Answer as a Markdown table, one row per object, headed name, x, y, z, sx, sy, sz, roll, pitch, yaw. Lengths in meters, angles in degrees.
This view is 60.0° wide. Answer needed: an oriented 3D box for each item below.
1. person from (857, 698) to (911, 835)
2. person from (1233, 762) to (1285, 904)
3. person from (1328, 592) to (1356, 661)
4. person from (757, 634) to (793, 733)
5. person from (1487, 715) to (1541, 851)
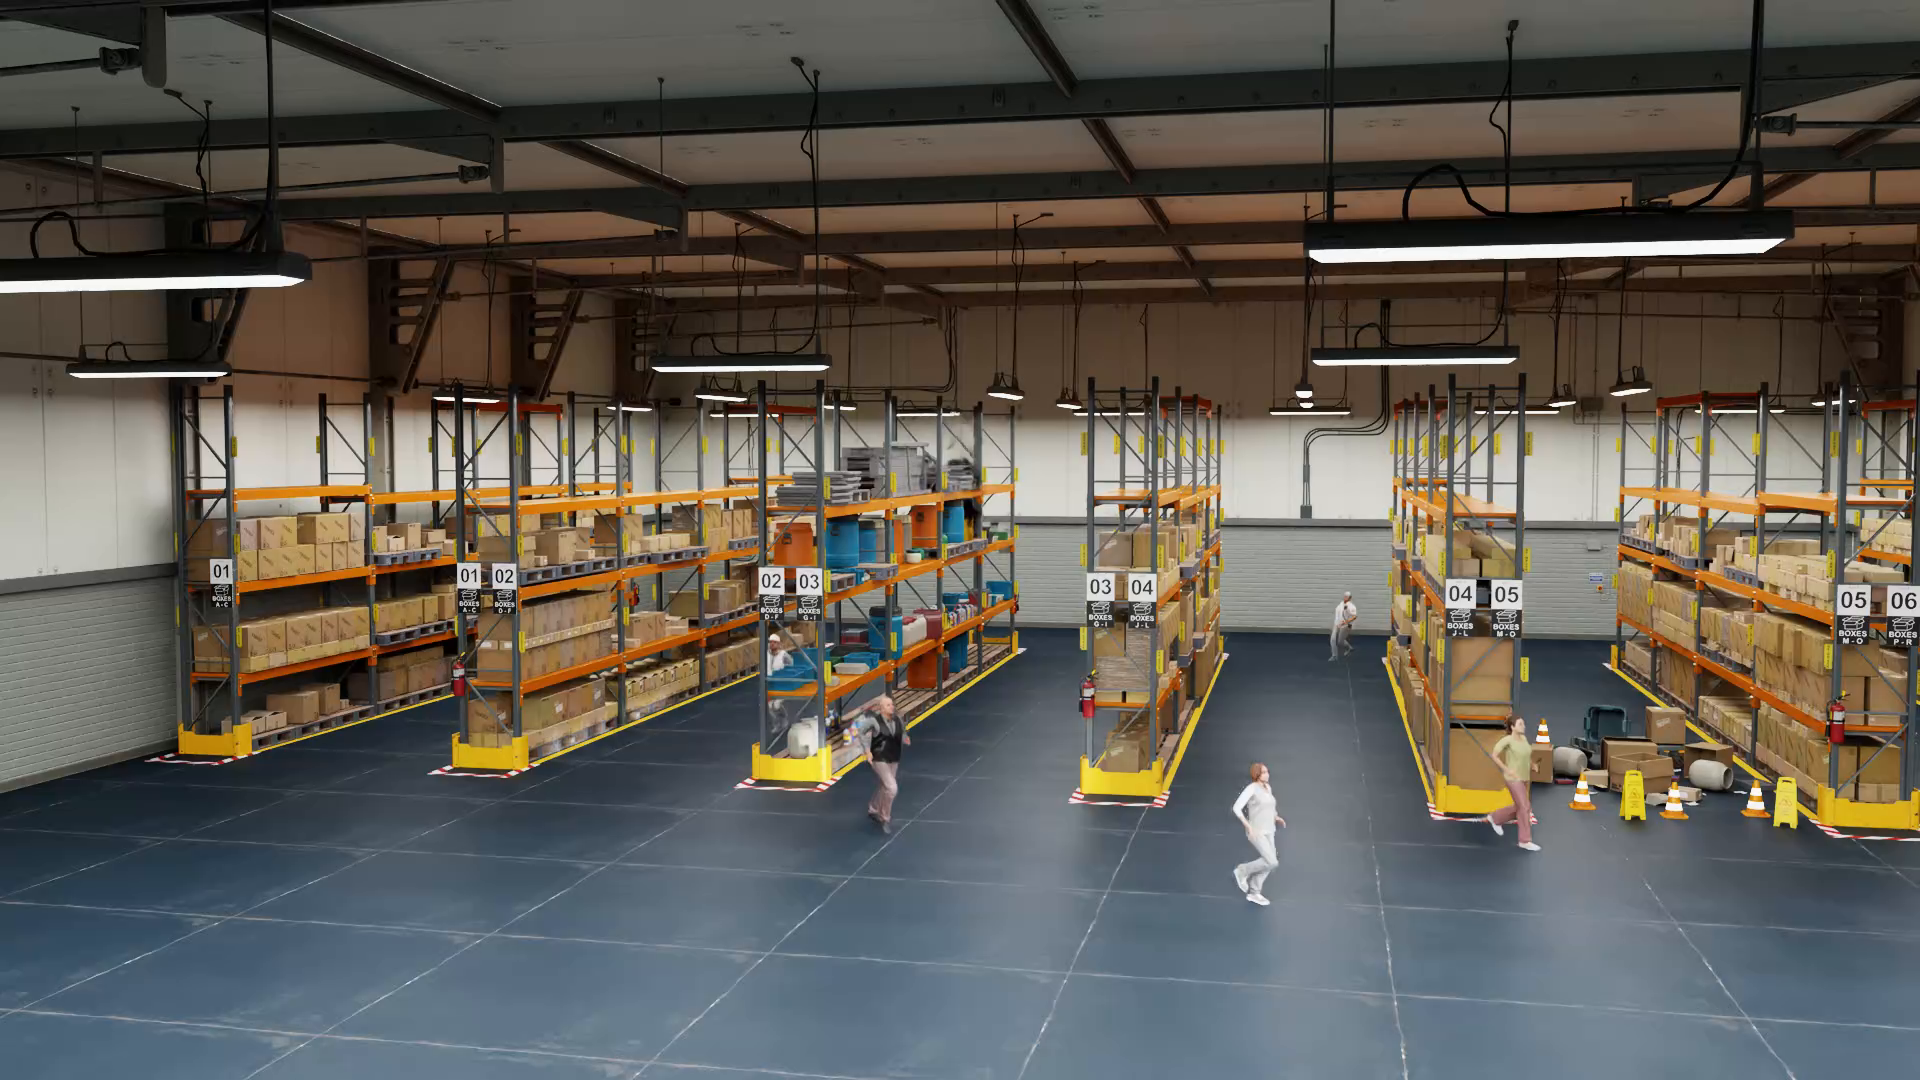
| name | x | y | z | sx | sy | sz | roll | pitch | yaw |
| --- | --- | --- | --- | --- | --- | --- | --- | --- | --- |
| person | -0.961 | 2.930 | 21.724 | 0.648 | 1.772 | 0.777 | -3 | 4 | -44 |
| person | 3.294 | 3.212 | 18.205 | 0.539 | 1.558 | 0.542 | 3 | 4 | 43 |
| person | 8.985 | 2.025 | 38.942 | 0.687 | 1.643 | 0.655 | -2 | 4 | -31 |
| person | -3.246 | 2.509 | 28.995 | 0.662 | 1.734 | 0.568 | 1 | 3 | 14 |
| person | 6.917 | 3.010 | 20.801 | 0.593 | 1.633 | 0.822 | -2 | 4 | -36 |
